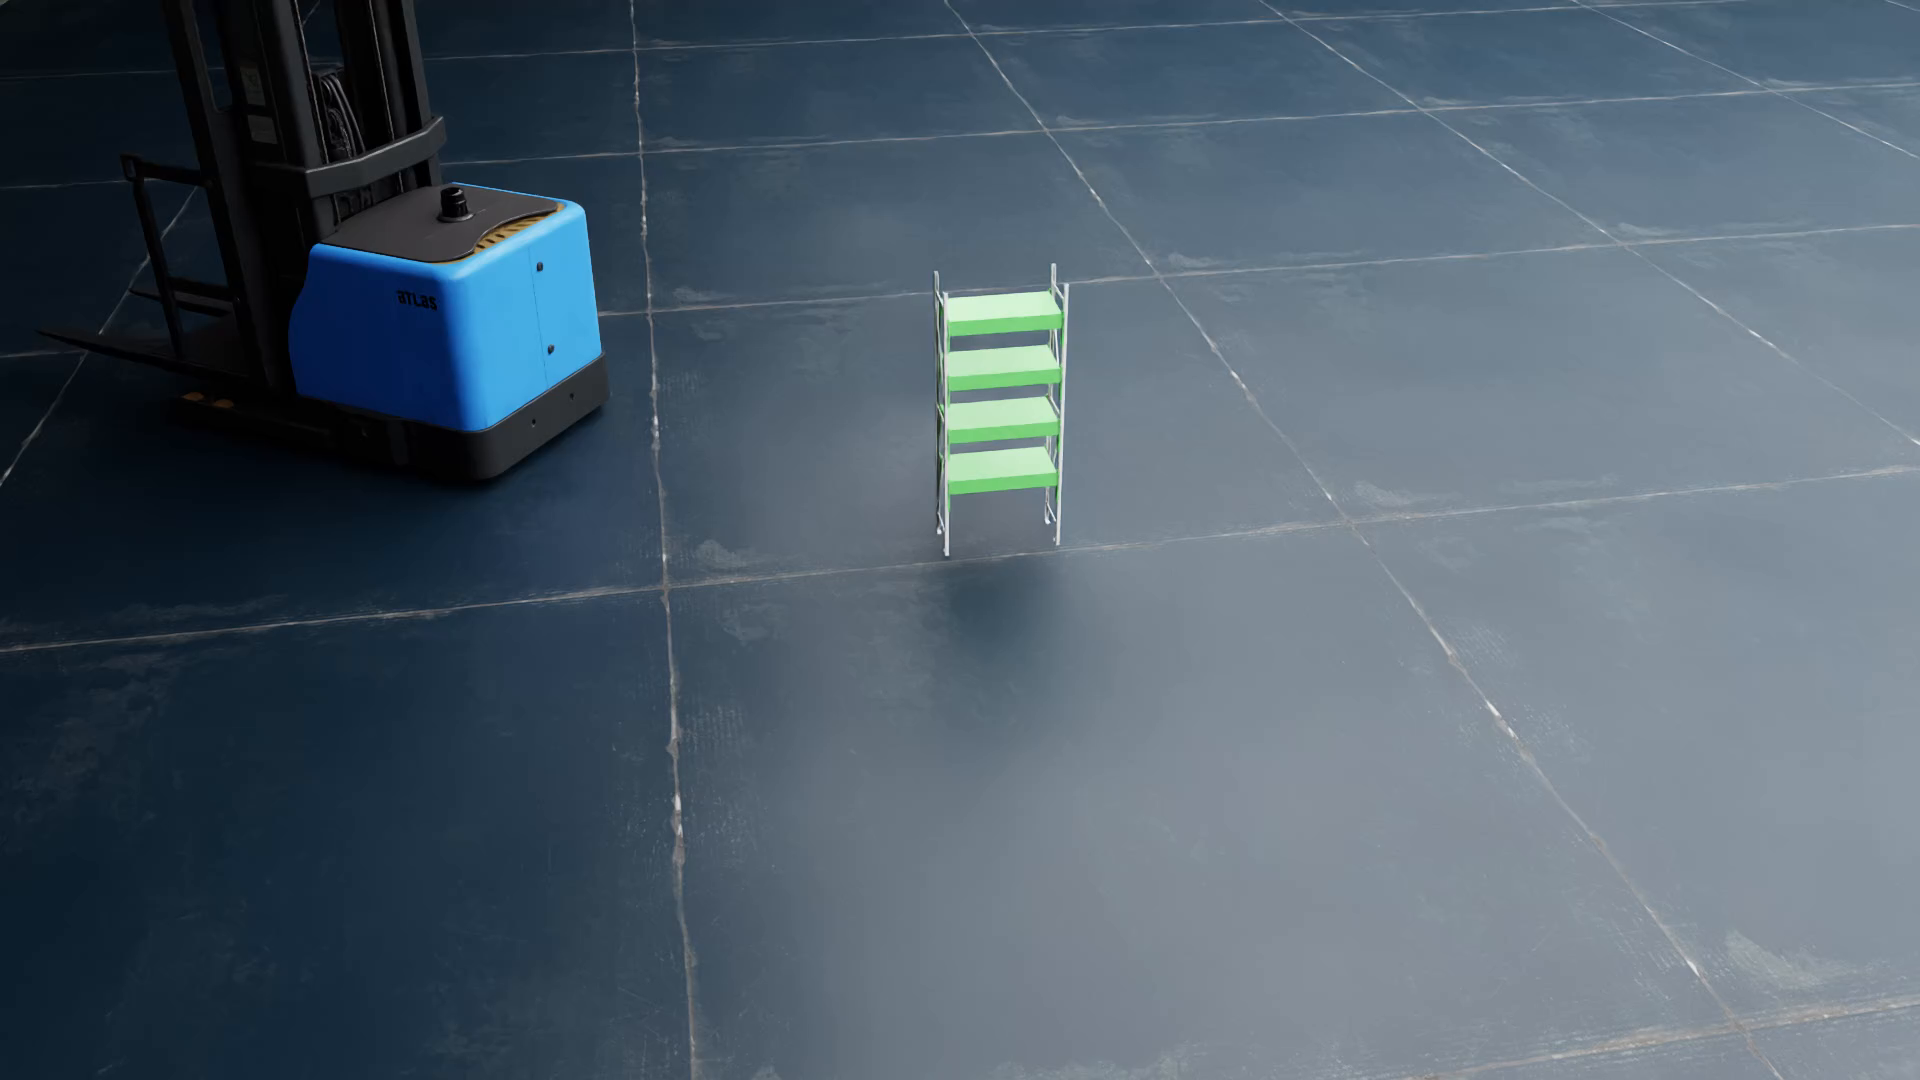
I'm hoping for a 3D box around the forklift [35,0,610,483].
[{"bbox_3d":[-3.315,-2.013,7.782,3.031,2.935,1.130,13,33,21],"label":"forklift"}]

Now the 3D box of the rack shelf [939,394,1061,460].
[{"bbox_3d":[0.163,-0.477,7.004,0.480,0.148,0.258,-5,31,-9],"label":"rack shelf"}]

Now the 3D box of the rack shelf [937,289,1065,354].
[{"bbox_3d":[0.163,-0.891,6.761,0.480,0.148,0.258,-5,31,-9],"label":"rack shelf"}]

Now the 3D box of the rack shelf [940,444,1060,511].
[{"bbox_3d":[0.163,-0.270,7.126,0.480,0.148,0.258,-5,31,-9],"label":"rack shelf"}]

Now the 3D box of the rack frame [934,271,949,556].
[{"bbox_3d":[-0.077,-0.510,6.934,0.015,1.200,0.240,-5,31,-9],"label":"rack frame"}]

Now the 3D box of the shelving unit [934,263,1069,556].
[{"bbox_3d":[0.163,-0.532,6.972,0.503,1.200,0.258,-5,31,-9],"label":"shelving unit"}]

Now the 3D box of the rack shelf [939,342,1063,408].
[{"bbox_3d":[0.163,-0.684,6.882,0.480,0.148,0.258,-5,31,-9],"label":"rack shelf"}]

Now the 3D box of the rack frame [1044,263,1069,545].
[{"bbox_3d":[0.403,-0.555,7.009,0.015,1.200,0.240,-5,31,-9],"label":"rack frame"}]
